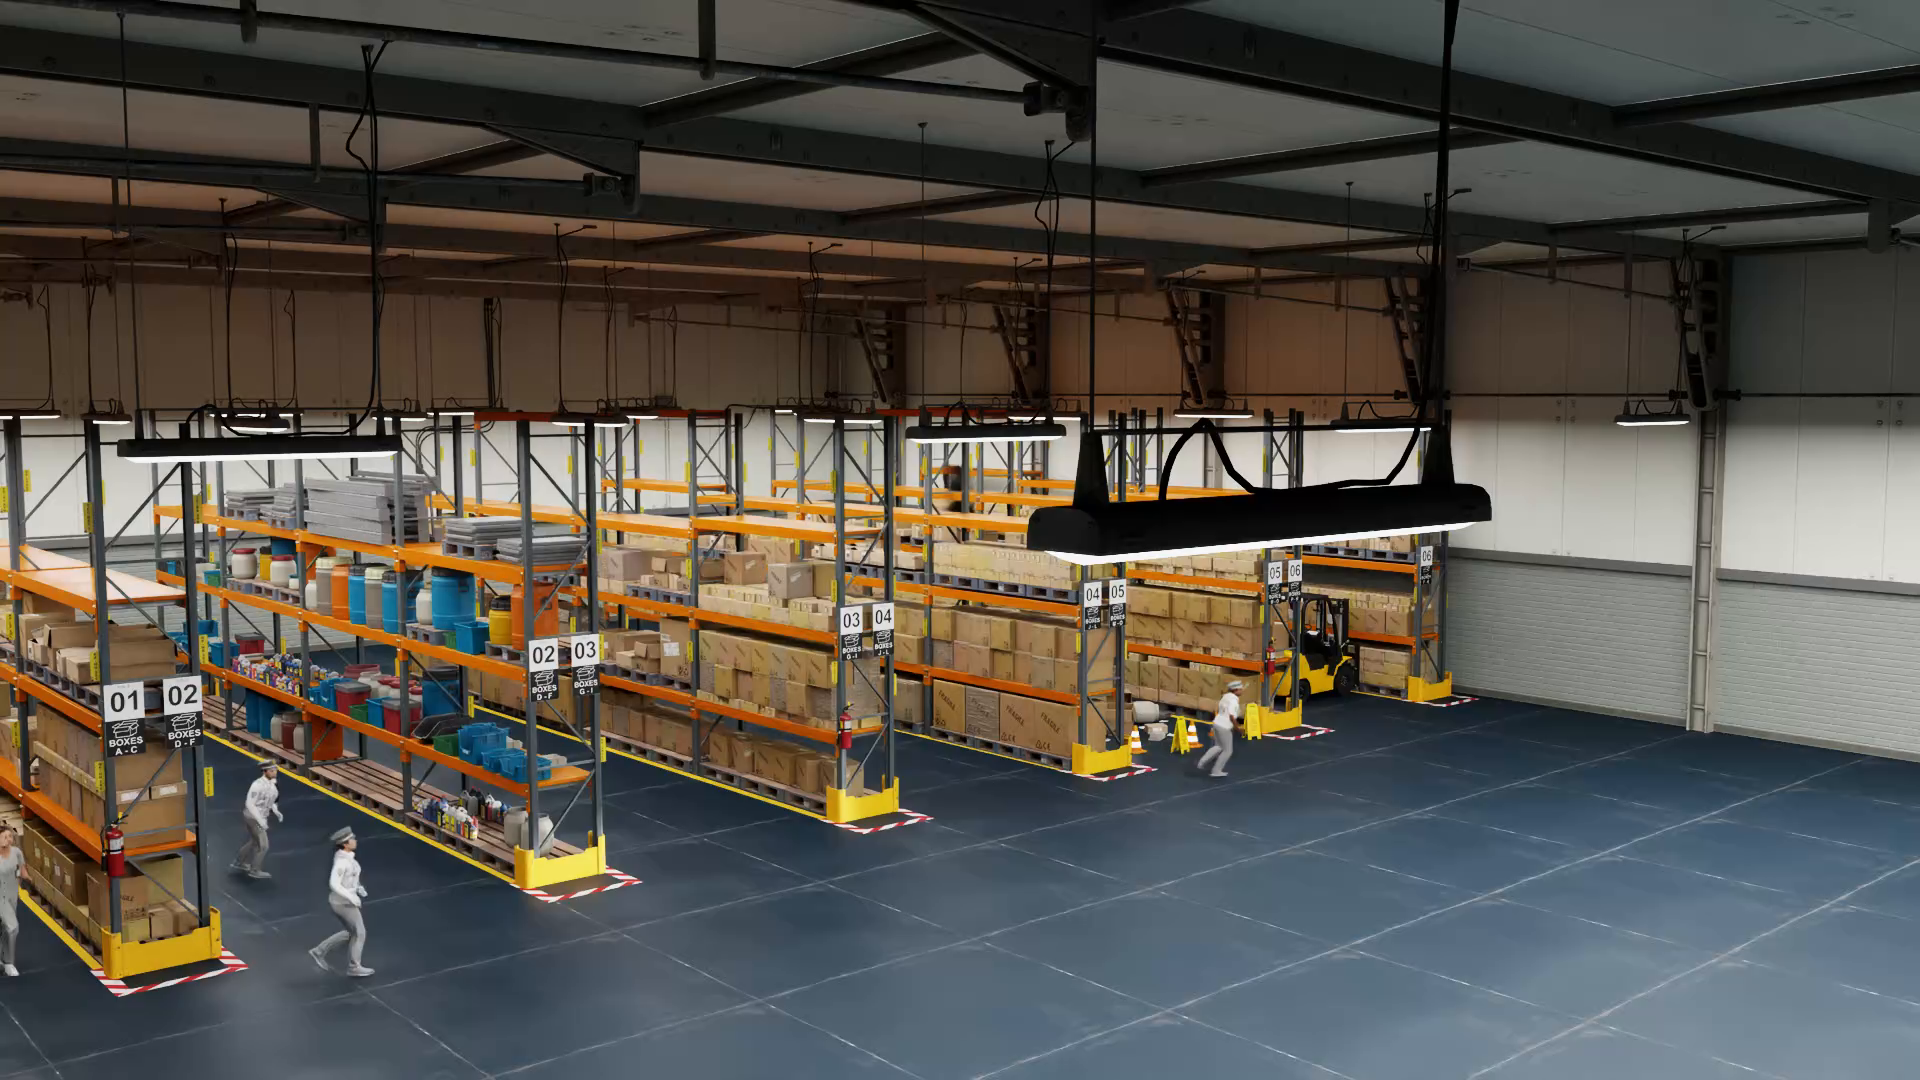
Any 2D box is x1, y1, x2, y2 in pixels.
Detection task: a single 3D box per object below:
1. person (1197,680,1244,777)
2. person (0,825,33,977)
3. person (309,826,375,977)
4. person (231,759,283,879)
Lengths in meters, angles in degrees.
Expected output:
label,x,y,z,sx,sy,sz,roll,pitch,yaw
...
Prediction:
label,x,y,z,sx,sy,sz,roll,pitch,yaw
person,4.317,3.118,27.538,0.730,1.607,0.559,-1,5,-11
person,-10.445,3.927,18.118,0.803,1.675,0.530,2,5,24
person,-6.681,3.925,17.979,0.615,1.672,0.632,-2,5,-17
person,-9.225,3.636,21.716,0.760,1.618,0.605,0,5,0
